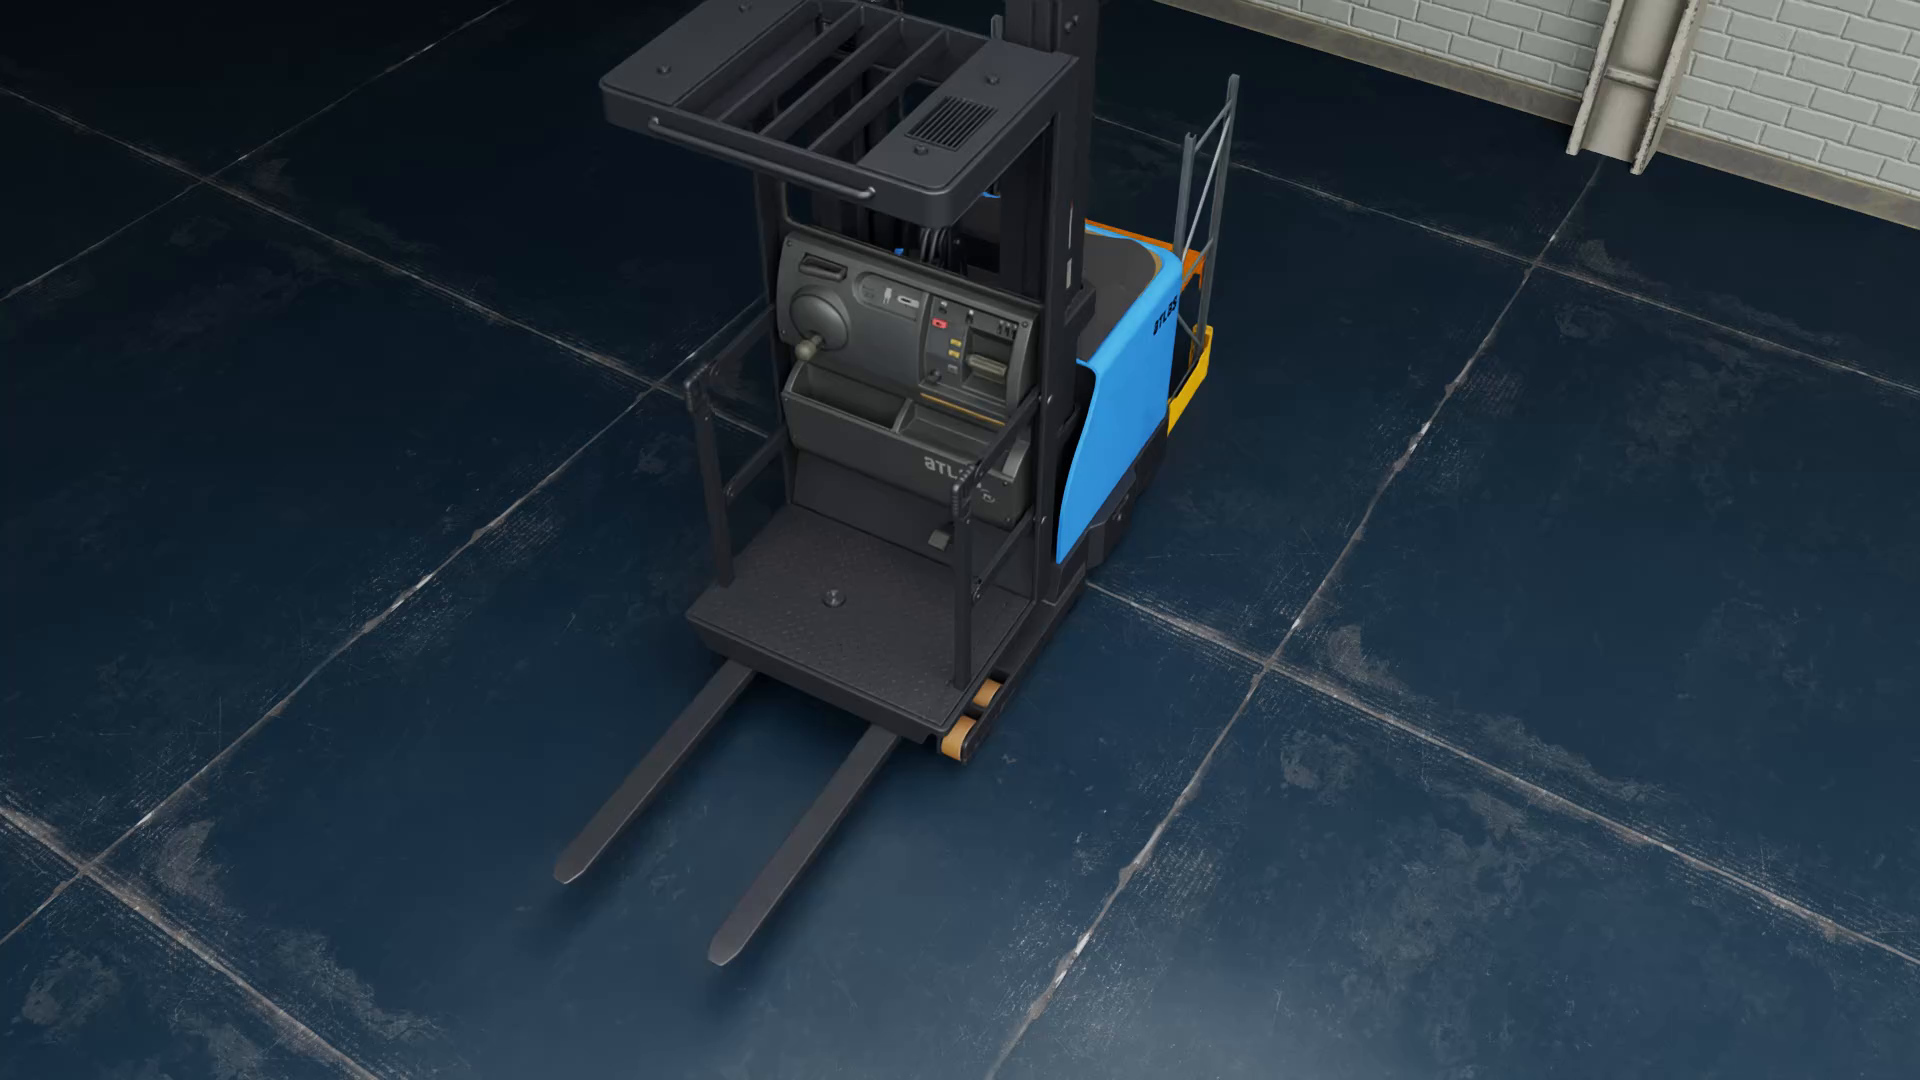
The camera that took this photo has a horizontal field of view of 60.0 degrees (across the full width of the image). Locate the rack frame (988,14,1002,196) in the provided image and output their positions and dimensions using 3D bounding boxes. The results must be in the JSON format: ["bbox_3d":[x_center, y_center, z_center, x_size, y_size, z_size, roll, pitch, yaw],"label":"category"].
[{"bbox_3d":[0.045,-1.440,7.103,0.032,1.500,0.500,20,49,18],"label":"rack frame"}]

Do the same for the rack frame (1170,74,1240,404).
[{"bbox_3d":[0.950,-1.109,6.781,0.032,1.500,0.500,20,49,18],"label":"rack frame"}]

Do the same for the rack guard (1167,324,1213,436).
[{"bbox_3d":[0.949,-0.673,7.230,0.087,0.250,0.587,20,49,18],"label":"rack guard"}]

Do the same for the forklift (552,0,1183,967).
[{"bbox_3d":[-0.294,-0.608,5.297,1.130,2.935,3.031,22,50,20],"label":"forklift"}]

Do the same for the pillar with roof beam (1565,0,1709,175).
[{"bbox_3d":[1.101,-2.588,2.990,0.400,9.000,9.100,25,51,22],"label":"pillar with roof beam"}]

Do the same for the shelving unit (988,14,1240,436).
[{"bbox_3d":[0.506,-1.271,6.939,1.083,1.500,0.587,20,49,18],"label":"shelving unit"}]

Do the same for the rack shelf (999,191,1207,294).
[{"bbox_3d":[0.497,-1.149,7.071,1.000,0.185,0.538,20,49,18],"label":"rack shelf"}]
